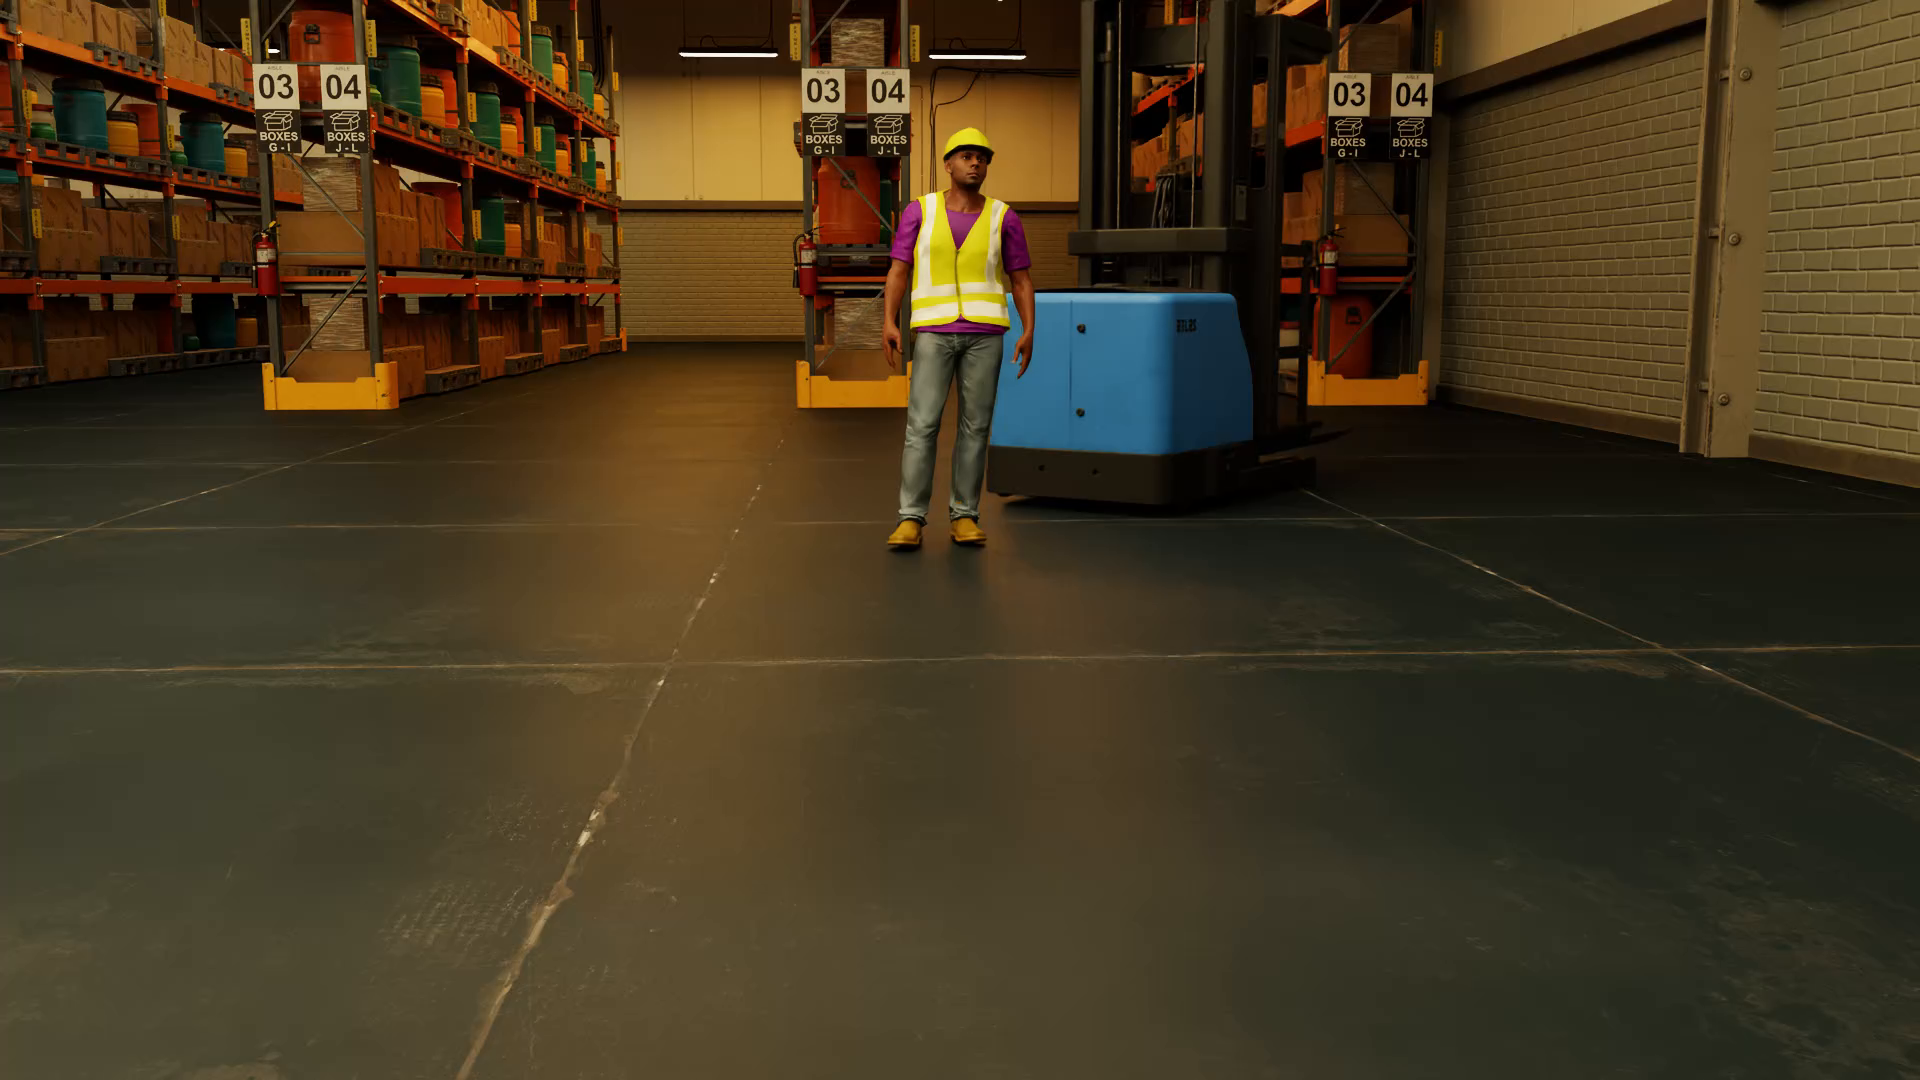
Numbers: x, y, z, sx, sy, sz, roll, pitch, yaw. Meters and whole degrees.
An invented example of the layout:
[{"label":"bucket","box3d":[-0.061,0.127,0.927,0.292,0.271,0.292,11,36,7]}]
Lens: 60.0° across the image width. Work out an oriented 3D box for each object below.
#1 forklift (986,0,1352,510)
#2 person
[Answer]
[{"label":"forklift","box3d":[1.363,-1.768,9.237,1.130,2.935,3.031,5,10,33]},{"label":"person","box3d":[-0.001,-0.870,7.109,0.665,1.769,0.574,-1,8,-4]}]
